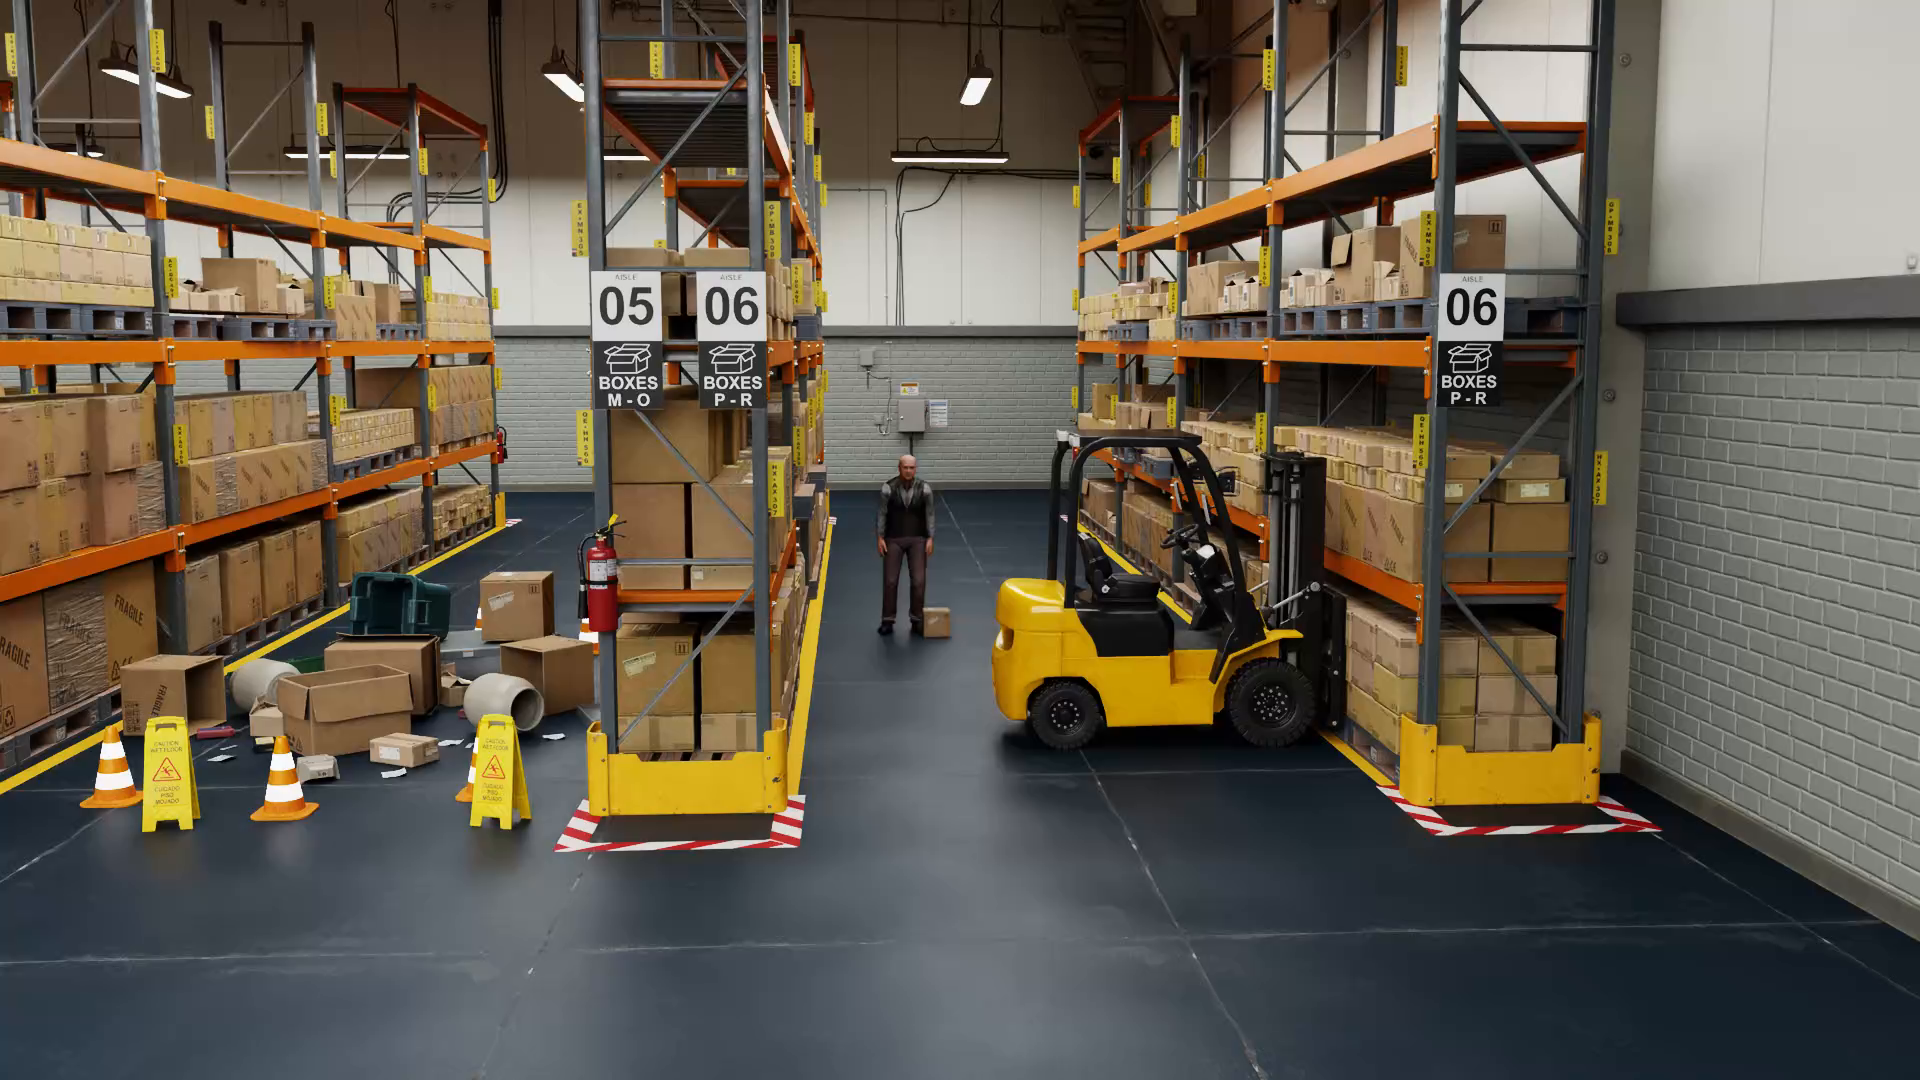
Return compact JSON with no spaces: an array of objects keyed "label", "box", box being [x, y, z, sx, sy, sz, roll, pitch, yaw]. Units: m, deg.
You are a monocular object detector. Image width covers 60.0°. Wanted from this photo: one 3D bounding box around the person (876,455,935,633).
[{"label":"person","box":[-0.527,0.029,16.105,0.576,1.720,0.418,-1,7,-6]}]
